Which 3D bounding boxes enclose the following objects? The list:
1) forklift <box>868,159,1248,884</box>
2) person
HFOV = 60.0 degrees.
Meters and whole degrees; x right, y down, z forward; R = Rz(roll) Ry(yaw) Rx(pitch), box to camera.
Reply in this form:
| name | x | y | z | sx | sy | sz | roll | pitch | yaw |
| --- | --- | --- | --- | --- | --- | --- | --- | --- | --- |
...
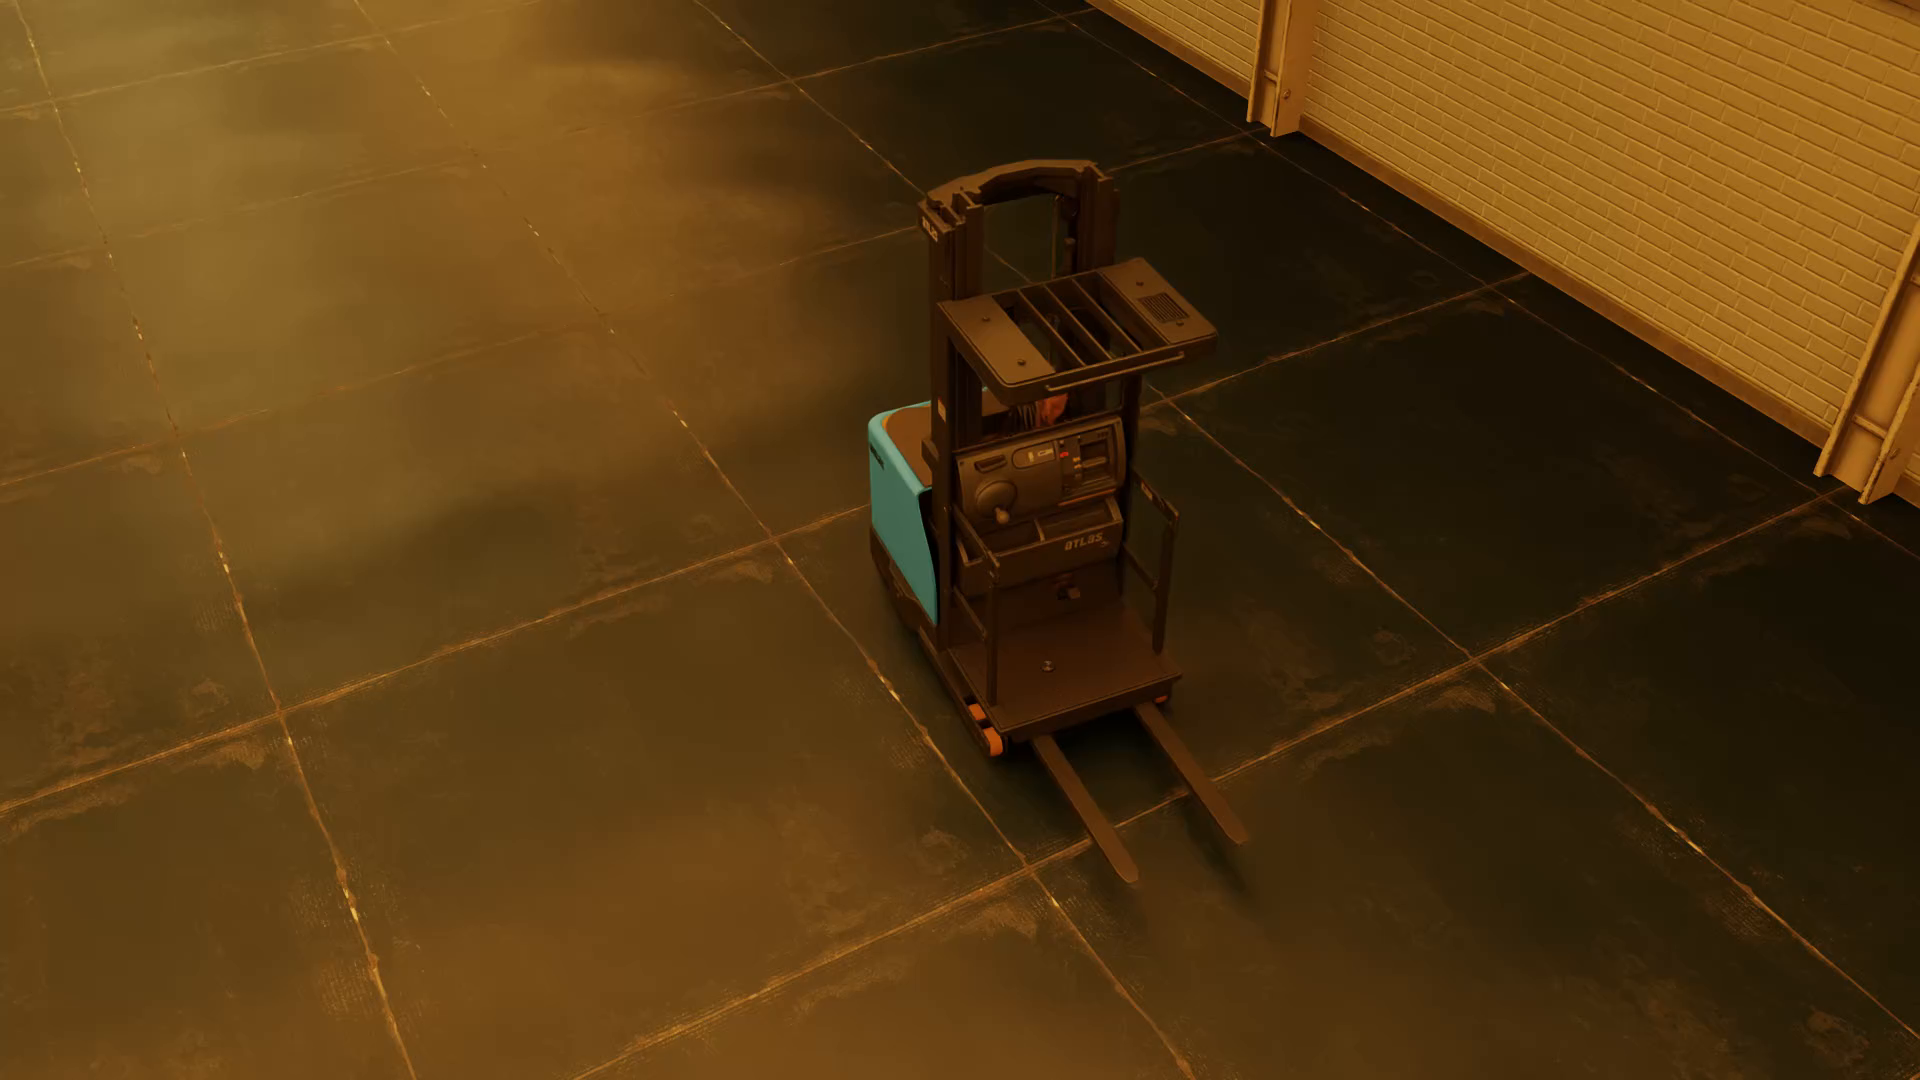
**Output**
| name | x | y | z | sx | sy | sz | roll | pitch | yaw |
| --- | --- | --- | --- | --- | --- | --- | --- | --- | --- |
| forklift | 0.511 | -0.277 | 8.370 | 1.130 | 2.935 | 3.031 | -16 | 42 | -18 |
| person | 0.434 | -0.127 | 9.185 | 0.896 | 1.689 | 0.600 | 14 | 42 | 16 |
